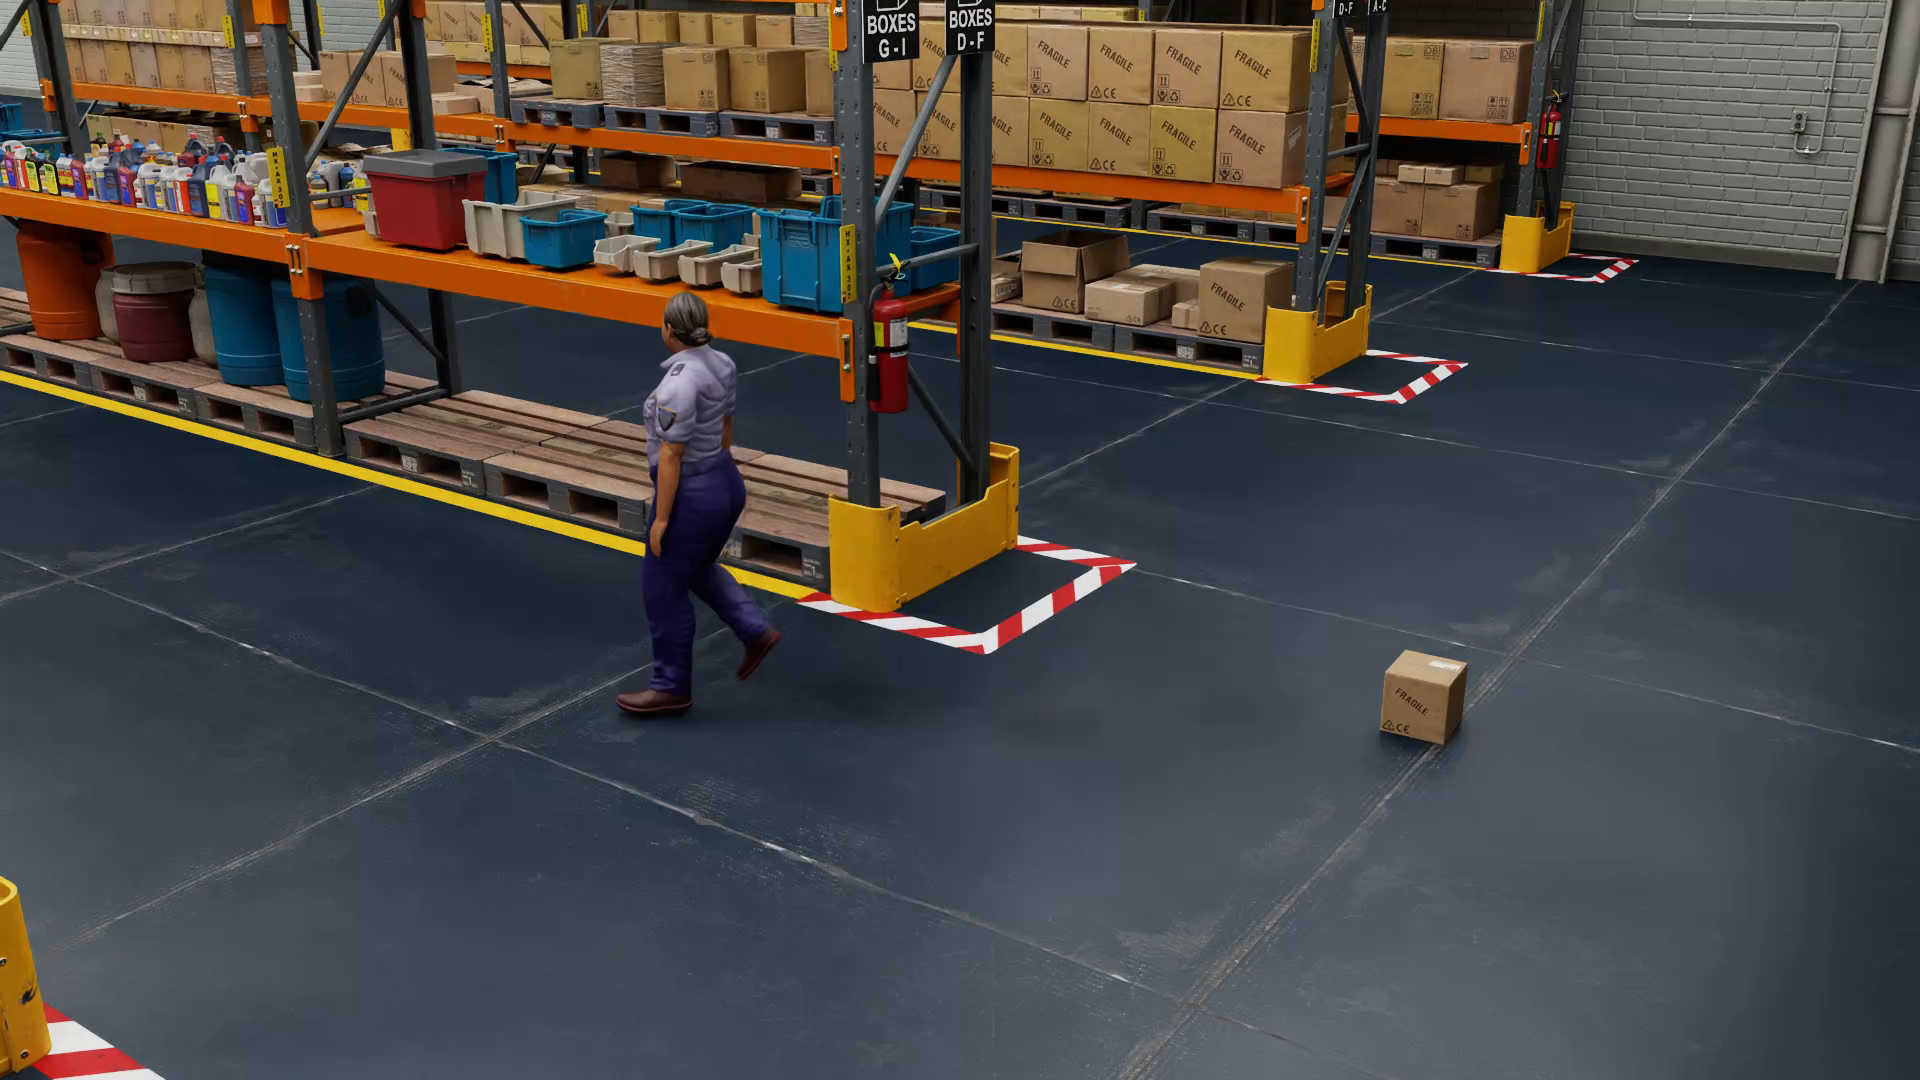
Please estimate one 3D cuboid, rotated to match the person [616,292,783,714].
[{"bbox_3d":[-1.018,-0.153,6.453,0.605,1.629,0.527,4,20,12],"label":"person"}]
